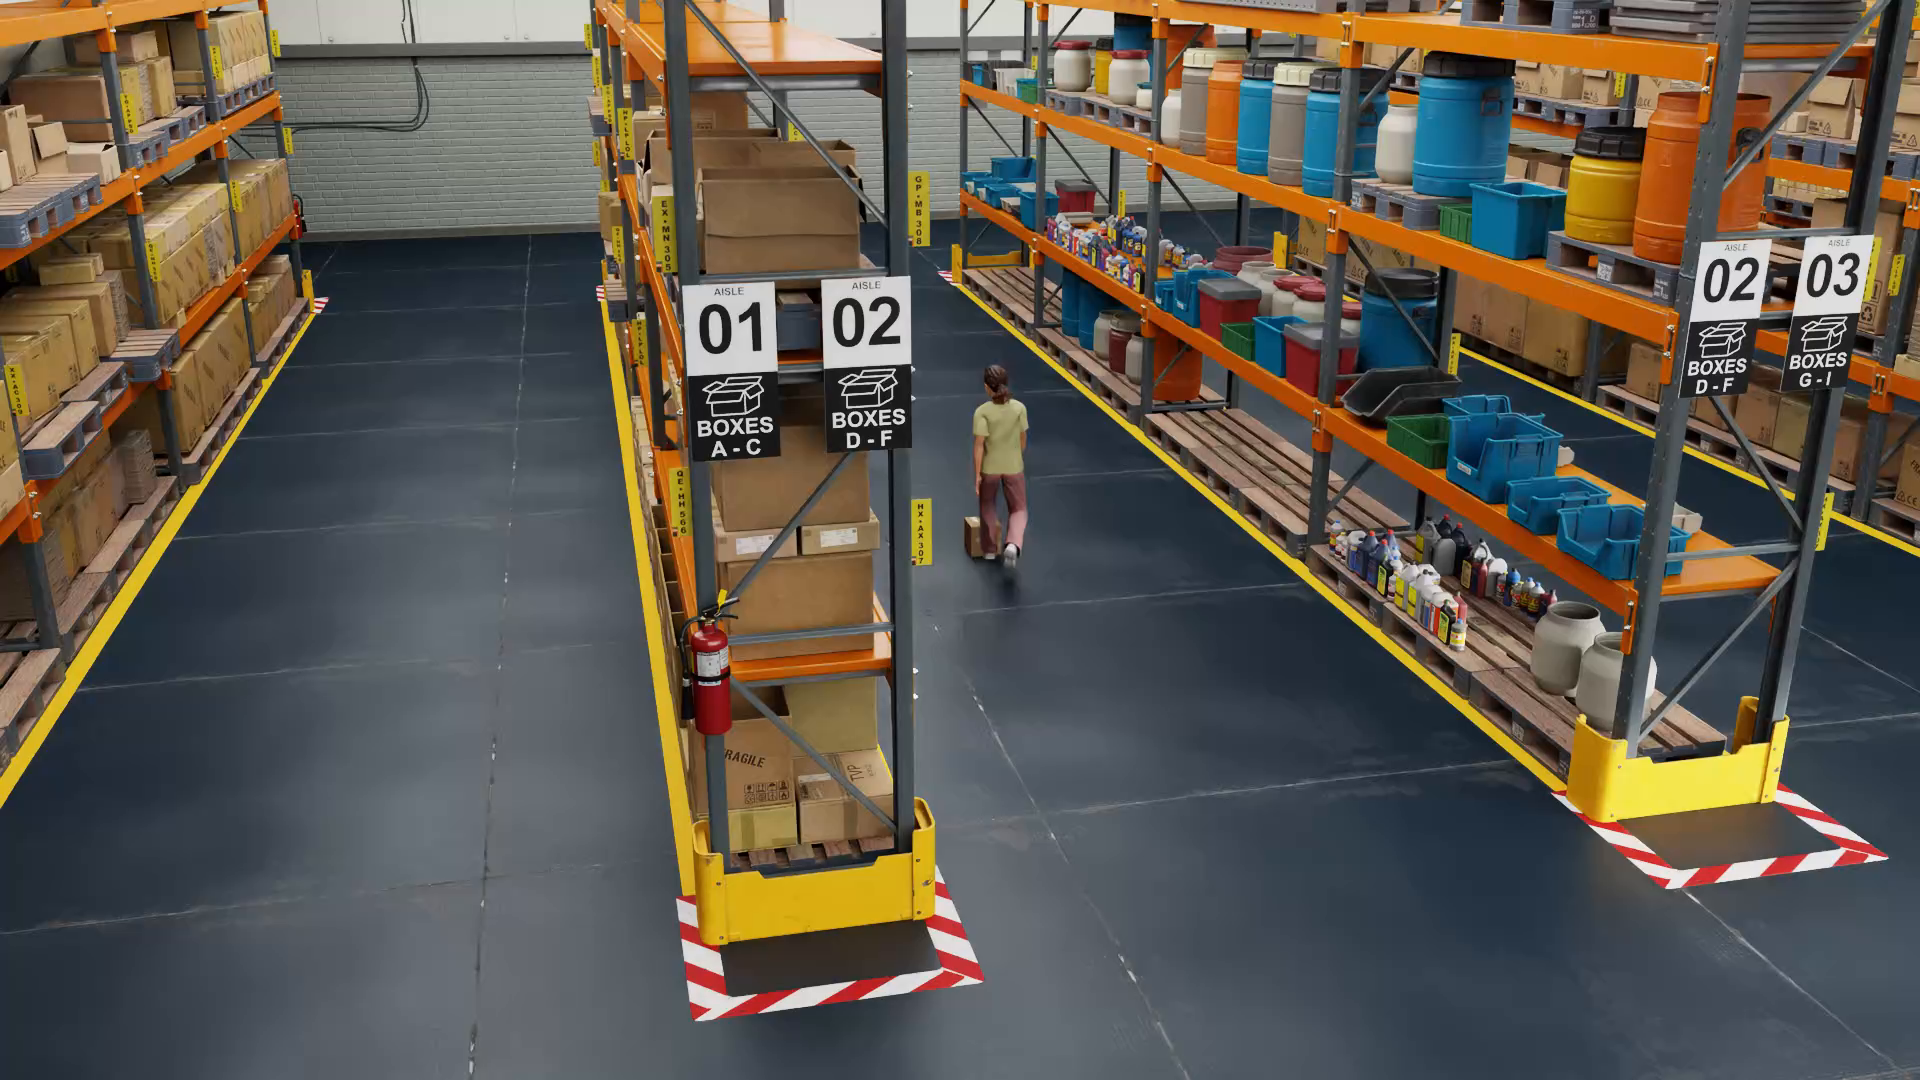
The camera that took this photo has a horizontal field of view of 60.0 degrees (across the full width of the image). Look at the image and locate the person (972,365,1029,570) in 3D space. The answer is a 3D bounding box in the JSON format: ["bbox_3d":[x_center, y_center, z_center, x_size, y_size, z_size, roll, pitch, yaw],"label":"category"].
[{"bbox_3d":[0.301,-0.546,12.664,0.444,1.616,0.913,-2,20,-5],"label":"person"}]
